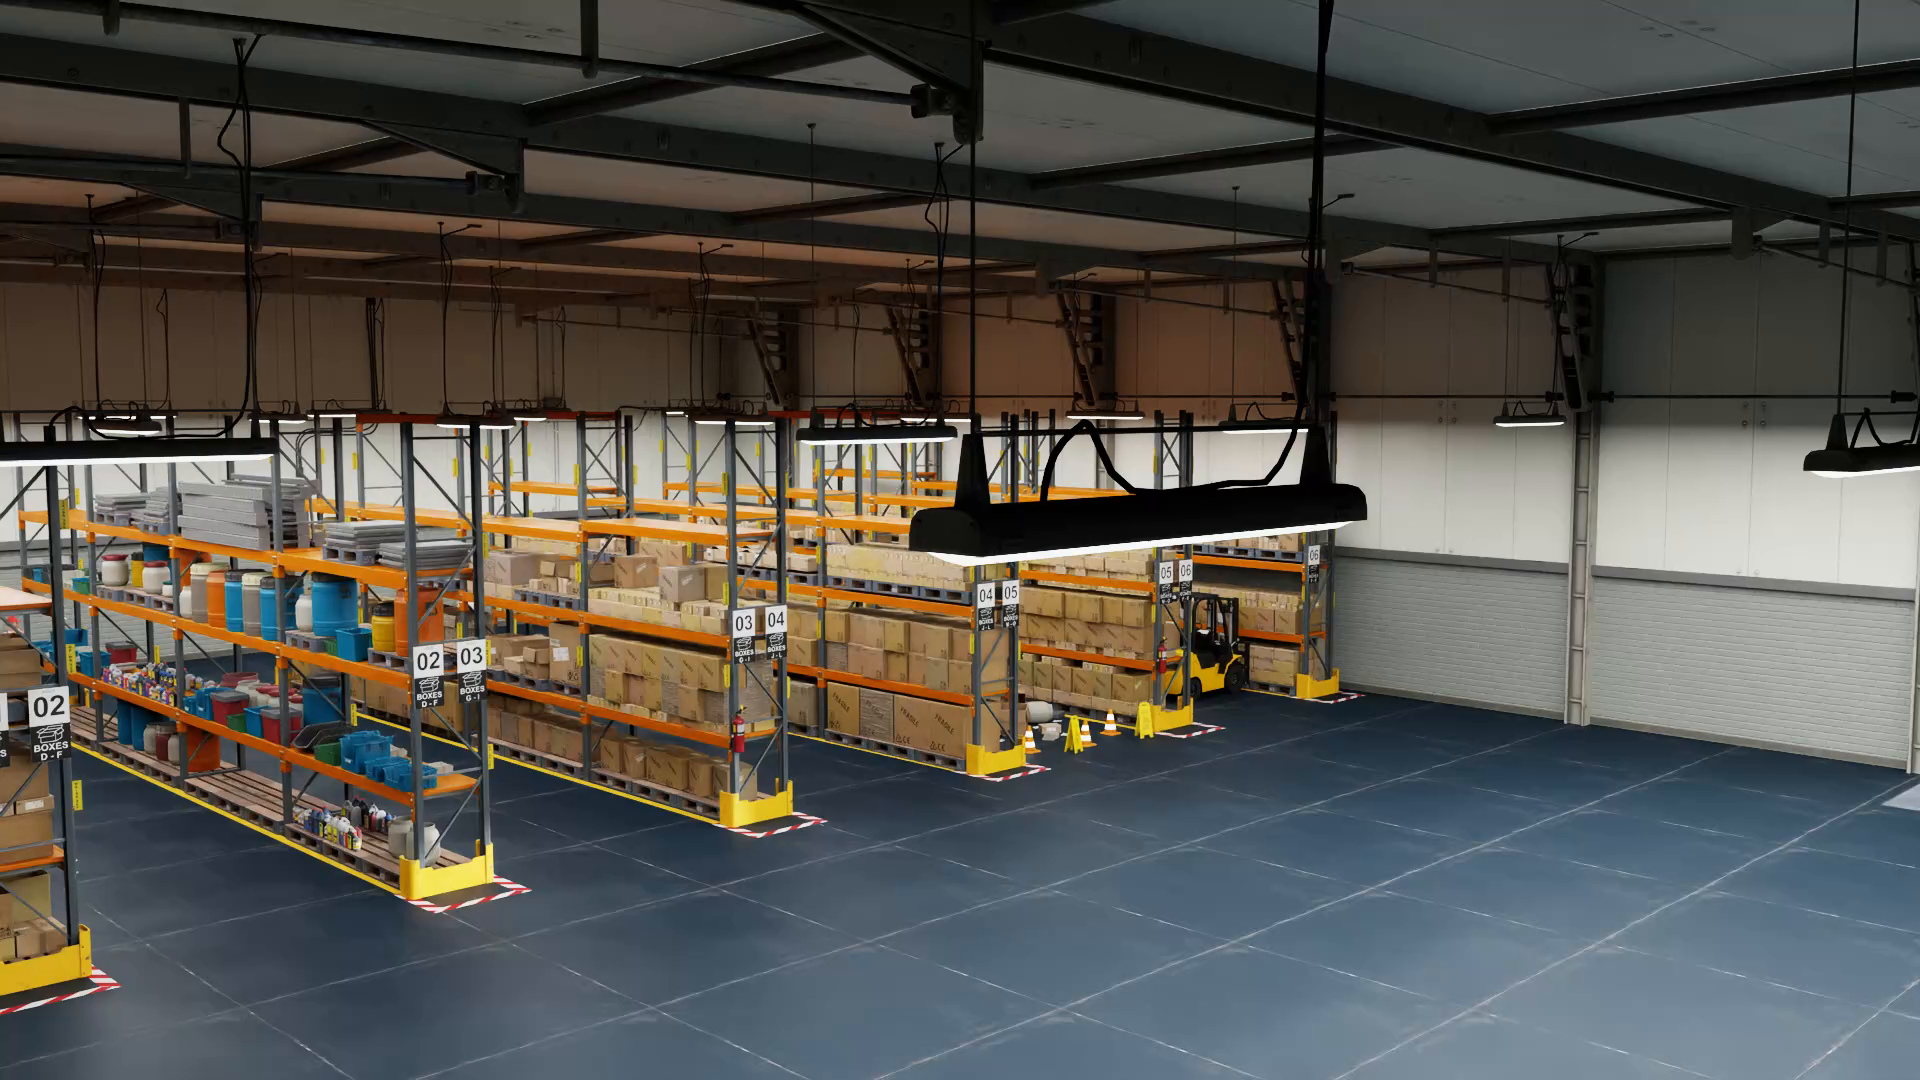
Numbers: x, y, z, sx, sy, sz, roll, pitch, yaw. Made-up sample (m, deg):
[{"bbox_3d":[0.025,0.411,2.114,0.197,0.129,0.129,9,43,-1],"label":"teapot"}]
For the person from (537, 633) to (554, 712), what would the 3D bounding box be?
[{"bbox_3d":[-8.233,2.647,33.033,1.009,1.620,0.570,4,6,40],"label":"person"}]

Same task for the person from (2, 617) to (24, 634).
[{"bbox_3d":[-19.555,2.490,34.555,0.615,1.758,0.767,-4,7,-42],"label":"person"}]

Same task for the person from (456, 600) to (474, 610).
[{"bbox_3d":[-11.988,1.913,40.634,0.559,1.751,0.644,0,5,4],"label":"person"}]

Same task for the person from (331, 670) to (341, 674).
[{"bbox_3d":[-10.820,3.014,28.951,0.479,1.593,0.456,4,6,40],"label":"person"}]
